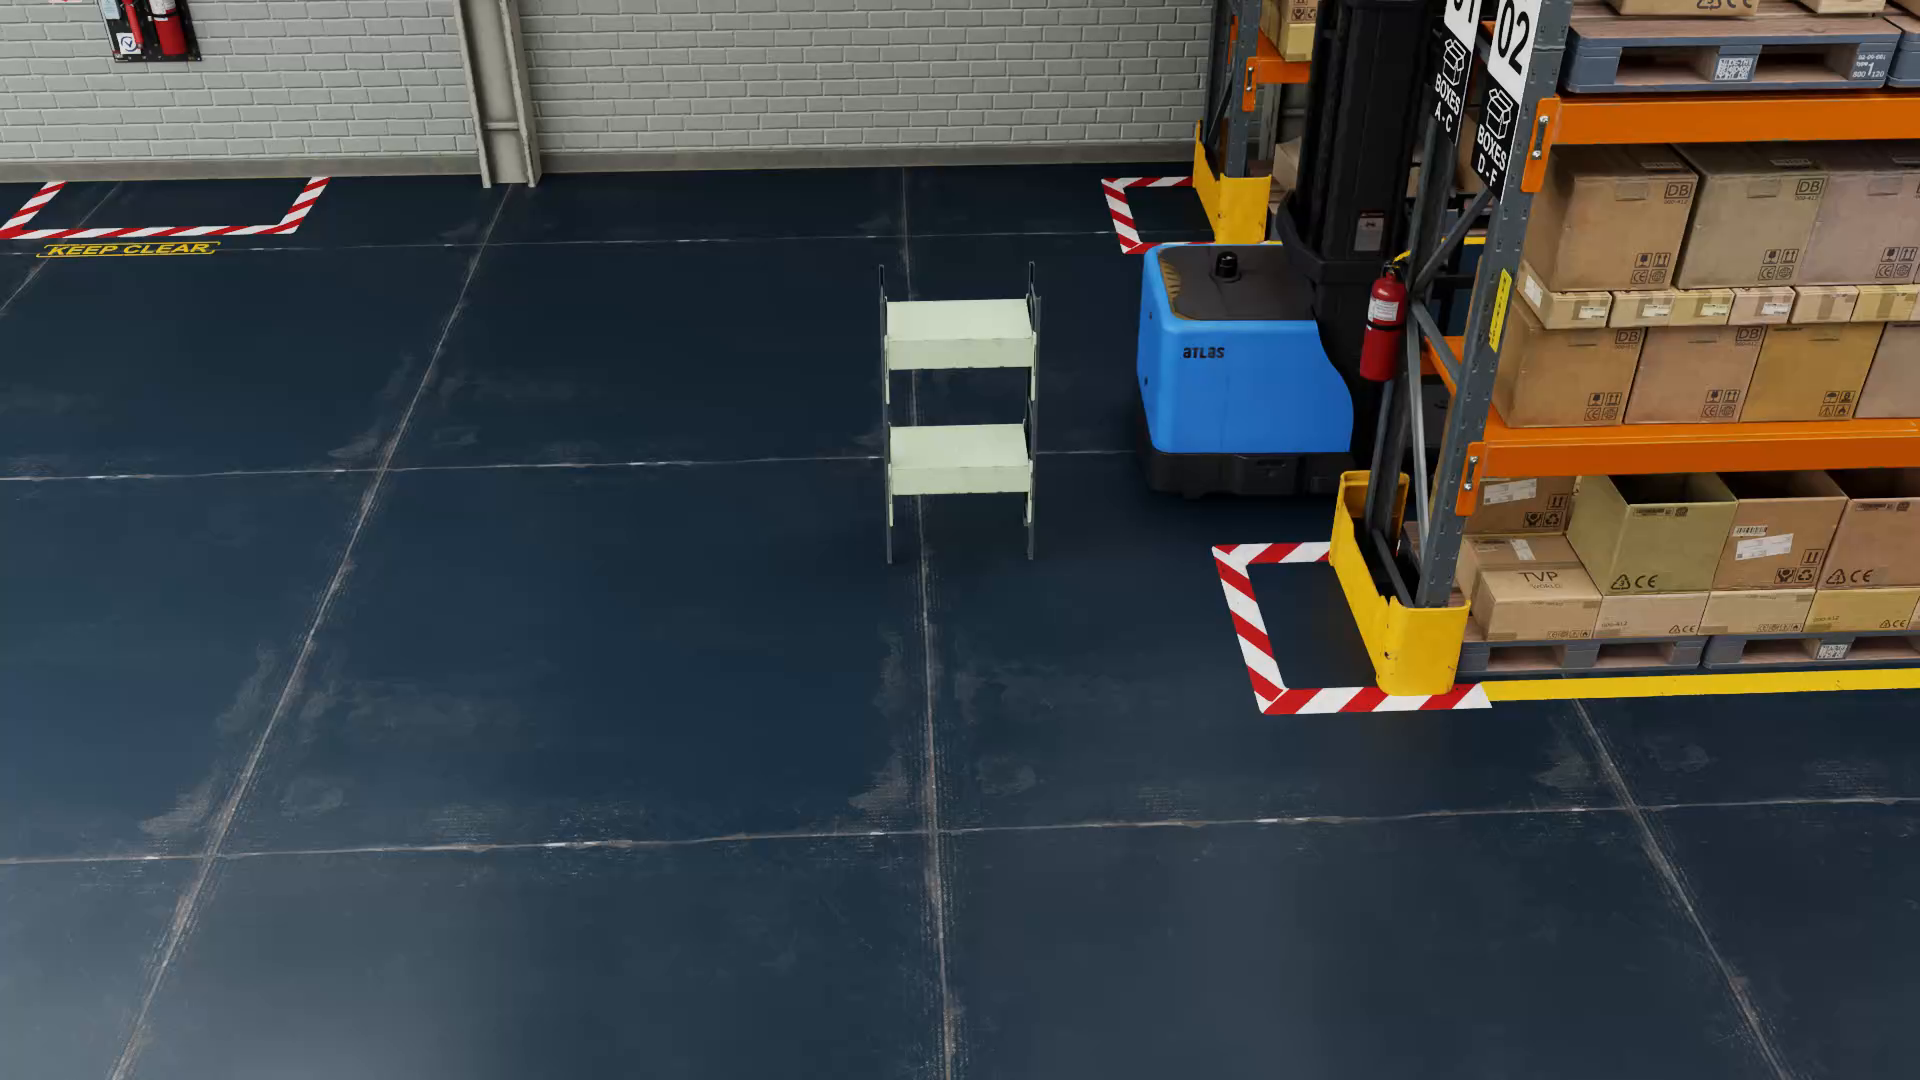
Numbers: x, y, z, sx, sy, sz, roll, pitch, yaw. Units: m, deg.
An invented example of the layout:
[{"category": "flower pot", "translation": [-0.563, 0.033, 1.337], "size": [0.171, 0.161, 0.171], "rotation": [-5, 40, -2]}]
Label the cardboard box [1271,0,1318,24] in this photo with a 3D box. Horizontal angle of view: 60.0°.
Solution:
[{"category": "cardboard box", "translation": [2.388, -3.756, 11.033], "size": [0.500, 0.500, 0.500], "rotation": [-1, 35, -2]}]

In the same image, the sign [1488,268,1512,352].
[{"category": "sign", "translation": [2.156, -0.916, 6.644], "size": [0.005, 0.325, 0.100], "rotation": [-2, 35, -2]}]

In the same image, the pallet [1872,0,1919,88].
[{"category": "pallet", "translation": [4.064, -2.079, 6.597], "size": [1.213, 0.211, 1.003], "rotation": [-2, 35, -2]}]

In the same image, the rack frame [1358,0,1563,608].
[{"category": "rack frame", "translation": [2.135, -0.843, 7.369], "size": [0.127, 3.000, 1.000], "rotation": [-2, 35, -2]}]

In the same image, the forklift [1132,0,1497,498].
[{"category": "forklift", "translation": [2.534, -1.715, 8.688], "size": [3.031, 2.935, 1.130], "rotation": [0, 35, -1]}]

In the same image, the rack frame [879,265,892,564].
[{"category": "rack frame", "translation": [-0.372, -0.607, 8.345], "size": [0.023, 1.500, 0.400], "rotation": [-2, 35, -2]}]

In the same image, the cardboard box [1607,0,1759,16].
[{"category": "cardboard box", "translation": [2.710, -2.363, 6.346], "size": [0.637, 0.503, 0.797], "rotation": [1, 35, 1]}]

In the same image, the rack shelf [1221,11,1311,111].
[{"category": "rack shelf", "translation": [3.895, -3.417, 11.720], "size": [4.000, 0.370, 1.077], "rotation": [-2, 35, -2]}]

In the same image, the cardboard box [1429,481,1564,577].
[{"category": "cardboard box", "translation": [2.657, -0.068, 8.296], "size": [0.500, 0.250, 0.500], "rotation": [-2, 35, -2]}]

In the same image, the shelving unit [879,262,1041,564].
[{"category": "shelving unit", "translation": [-0.007, -0.617, 8.359], "size": [0.755, 1.500, 0.431], "rotation": [-2, 35, -2]}]

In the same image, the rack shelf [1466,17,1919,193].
[{"category": "rack shelf", "translation": [4.133, -1.835, 6.798], "size": [4.000, 0.370, 1.077], "rotation": [-2, 35, -2]}]

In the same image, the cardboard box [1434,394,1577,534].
[{"category": "cardboard box", "translation": [2.657, -0.377, 8.084], "size": [0.500, 0.500, 0.500], "rotation": [-2, 35, -2]}]

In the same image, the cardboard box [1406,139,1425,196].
[{"category": "cardboard box", "translation": [3.162, -2.717, 12.053], "size": [0.500, 0.311, 0.500], "rotation": [1, 35, 2]}]

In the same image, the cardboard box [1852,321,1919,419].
[{"category": "cardboard box", "translation": [4.149, -0.933, 7.411], "size": [0.500, 0.500, 0.700], "rotation": [-1, 35, -1]}]

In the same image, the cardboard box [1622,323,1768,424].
[{"category": "cardboard box", "translation": [3.127, -0.907, 7.373], "size": [0.500, 0.500, 0.700], "rotation": [-1, 35, -1]}]

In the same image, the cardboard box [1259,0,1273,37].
[{"category": "cardboard box", "translation": [2.355, -3.728, 11.652], "size": [0.500, 0.250, 0.500], "rotation": [-1, 35, -2]}]

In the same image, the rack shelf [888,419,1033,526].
[{"category": "rack shelf", "translation": [-0.007, -0.348, 8.545], "size": [0.720, 0.370, 0.431], "rotation": [-2, 35, -2]}]

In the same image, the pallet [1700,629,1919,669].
[{"category": "pallet", "translation": [4.113, 0.228, 8.272], "size": [1.213, 0.211, 1.003], "rotation": [-2, 35, -2]}]

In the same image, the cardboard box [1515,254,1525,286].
[{"category": "cardboard box", "translation": [2.508, -1.270, 7.327], "size": [0.250, 0.149, 0.380], "rotation": [-2, 35, -3]}]

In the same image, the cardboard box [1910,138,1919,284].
[{"category": "cardboard box", "translation": [4.184, -1.470, 7.046], "size": [0.500, 0.500, 0.700], "rotation": [-2, 35, -2]}]

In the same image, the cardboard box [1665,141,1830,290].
[{"category": "cardboard box", "translation": [3.180, -1.442, 7.006], "size": [0.500, 0.500, 0.700], "rotation": [-2, 35, -3]}]

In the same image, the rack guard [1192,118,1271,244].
[{"category": "rack guard", "translation": [1.973, -2.633, 12.152], "size": [0.348, 0.500, 1.175], "rotation": [-2, 35, -2]}]

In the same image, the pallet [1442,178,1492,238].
[{"category": "pallet", "translation": [4.002, -2.547, 12.282], "size": [1.213, 0.211, 1.003], "rotation": [-2, 35, -2]}]

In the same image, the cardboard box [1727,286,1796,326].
[{"category": "cardboard box", "translation": [3.303, -1.060, 7.023], "size": [0.250, 0.149, 0.380], "rotation": [-2, 35, -3]}]

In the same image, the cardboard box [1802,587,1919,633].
[{"category": "cardboard box", "translation": [4.180, 0.187, 7.927], "size": [0.500, 0.250, 0.500], "rotation": [-2, 35, -2]}]

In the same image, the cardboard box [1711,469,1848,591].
[{"category": "cardboard box", "translation": [3.680, -0.117, 7.708], "size": [0.500, 0.500, 0.500], "rotation": [-2, 35, -2]}]

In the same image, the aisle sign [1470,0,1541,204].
[{"category": "aisle sign", "translation": [2.084, -1.736, 6.375], "size": [0.004, 0.787, 0.394], "rotation": [-2, 35, -2]}]

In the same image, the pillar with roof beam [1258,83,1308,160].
[{"category": "pillar with roof beam", "translation": [2.759, -4.189, 6.932], "size": [0.400, 9.000, 9.100], "rotation": [-2, 35, -2]}]

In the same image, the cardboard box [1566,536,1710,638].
[{"category": "cardboard box", "translation": [3.181, 0.211, 7.893], "size": [0.500, 0.250, 0.500], "rotation": [-2, 35, -2]}]

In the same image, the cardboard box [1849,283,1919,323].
[{"category": "cardboard box", "translation": [3.824, -1.075, 7.046], "size": [0.250, 0.149, 0.380], "rotation": [-2, 35, -3]}]

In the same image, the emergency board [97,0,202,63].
[{"category": "emergency board", "translation": [-5.908, -3.963, 11.877], "size": [0.643, 1.169, 0.194], "rotation": [-2, 35, -2]}]

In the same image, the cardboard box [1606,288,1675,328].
[{"category": "cardboard box", "translation": [2.801, -1.048, 7.007], "size": [0.250, 0.149, 0.380], "rotation": [-2, 35, -3]}]

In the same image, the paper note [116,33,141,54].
[{"category": "paper note", "translation": [-6.088, -3.635, 12.177], "size": [0.142, 0.148, 0.016], "rotation": [-2, 35, -2]}]
